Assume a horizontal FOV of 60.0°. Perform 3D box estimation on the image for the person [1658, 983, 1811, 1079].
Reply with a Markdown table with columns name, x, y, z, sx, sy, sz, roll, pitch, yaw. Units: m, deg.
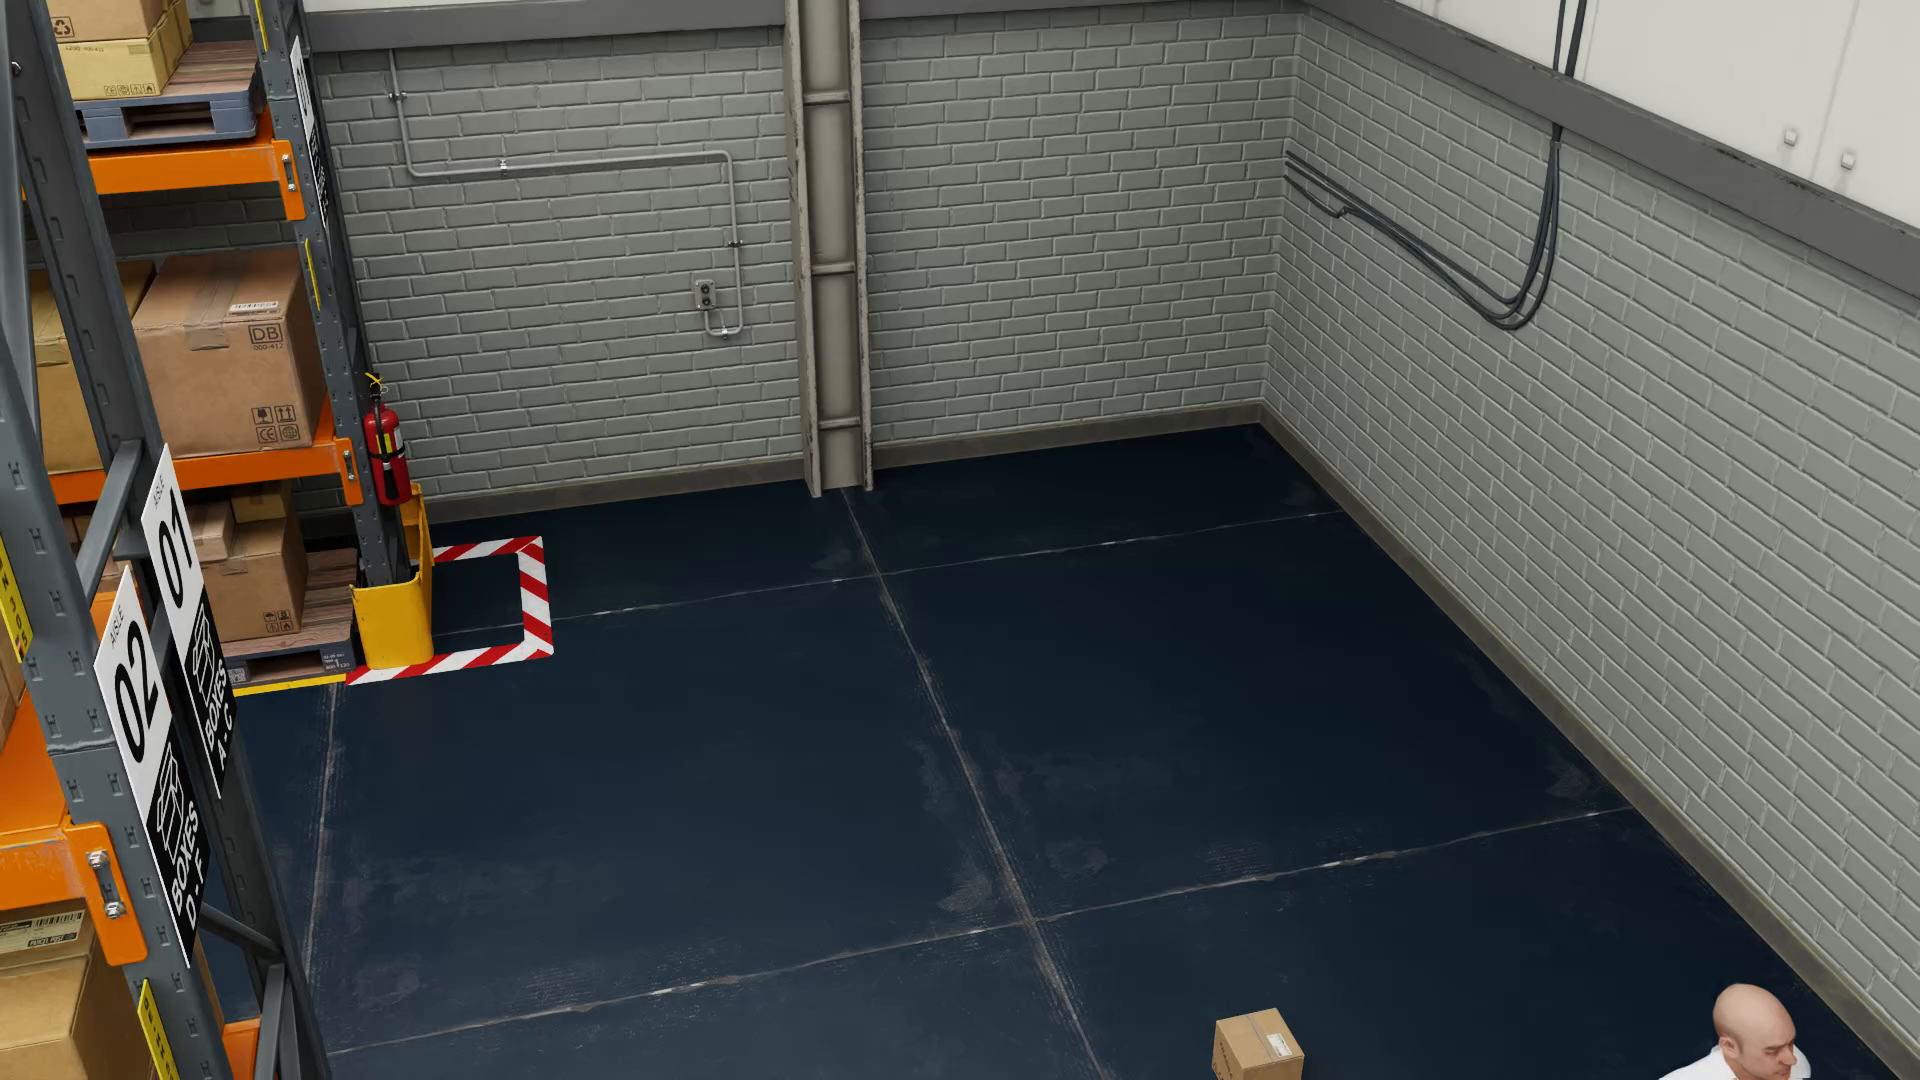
| name | x | y | z | sx | sy | sz | roll | pitch | yaw |
| --- | --- | --- | --- | --- | --- | --- | --- | --- | --- |
| person | 2.125 | 1.954 | 4.823 | 0.580 | 1.758 | 0.721 | -12 | 32 | -20 |
